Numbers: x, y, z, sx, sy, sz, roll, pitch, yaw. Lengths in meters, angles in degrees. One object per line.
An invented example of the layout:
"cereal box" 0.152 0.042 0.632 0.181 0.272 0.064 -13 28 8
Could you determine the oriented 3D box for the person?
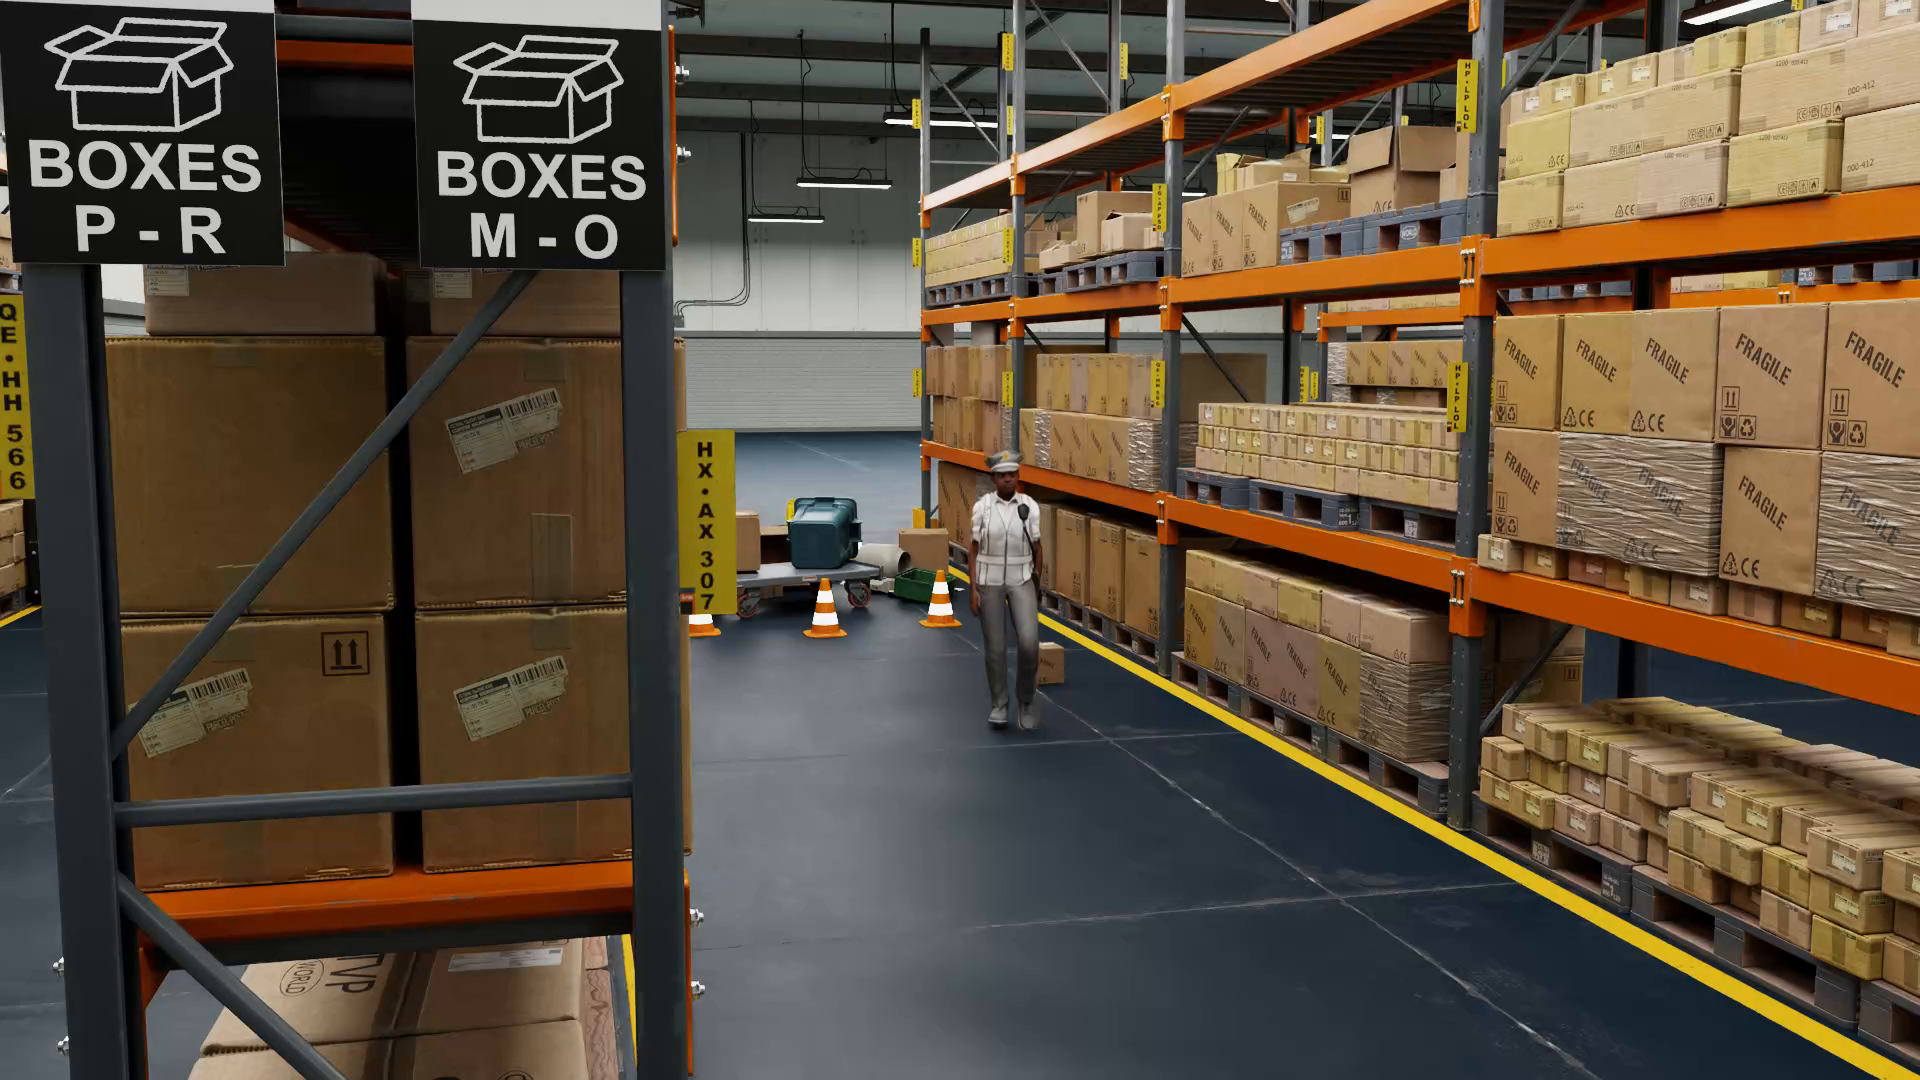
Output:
"person" 0.278 0.317 10.123 0.456 1.726 0.467 0 6 1
